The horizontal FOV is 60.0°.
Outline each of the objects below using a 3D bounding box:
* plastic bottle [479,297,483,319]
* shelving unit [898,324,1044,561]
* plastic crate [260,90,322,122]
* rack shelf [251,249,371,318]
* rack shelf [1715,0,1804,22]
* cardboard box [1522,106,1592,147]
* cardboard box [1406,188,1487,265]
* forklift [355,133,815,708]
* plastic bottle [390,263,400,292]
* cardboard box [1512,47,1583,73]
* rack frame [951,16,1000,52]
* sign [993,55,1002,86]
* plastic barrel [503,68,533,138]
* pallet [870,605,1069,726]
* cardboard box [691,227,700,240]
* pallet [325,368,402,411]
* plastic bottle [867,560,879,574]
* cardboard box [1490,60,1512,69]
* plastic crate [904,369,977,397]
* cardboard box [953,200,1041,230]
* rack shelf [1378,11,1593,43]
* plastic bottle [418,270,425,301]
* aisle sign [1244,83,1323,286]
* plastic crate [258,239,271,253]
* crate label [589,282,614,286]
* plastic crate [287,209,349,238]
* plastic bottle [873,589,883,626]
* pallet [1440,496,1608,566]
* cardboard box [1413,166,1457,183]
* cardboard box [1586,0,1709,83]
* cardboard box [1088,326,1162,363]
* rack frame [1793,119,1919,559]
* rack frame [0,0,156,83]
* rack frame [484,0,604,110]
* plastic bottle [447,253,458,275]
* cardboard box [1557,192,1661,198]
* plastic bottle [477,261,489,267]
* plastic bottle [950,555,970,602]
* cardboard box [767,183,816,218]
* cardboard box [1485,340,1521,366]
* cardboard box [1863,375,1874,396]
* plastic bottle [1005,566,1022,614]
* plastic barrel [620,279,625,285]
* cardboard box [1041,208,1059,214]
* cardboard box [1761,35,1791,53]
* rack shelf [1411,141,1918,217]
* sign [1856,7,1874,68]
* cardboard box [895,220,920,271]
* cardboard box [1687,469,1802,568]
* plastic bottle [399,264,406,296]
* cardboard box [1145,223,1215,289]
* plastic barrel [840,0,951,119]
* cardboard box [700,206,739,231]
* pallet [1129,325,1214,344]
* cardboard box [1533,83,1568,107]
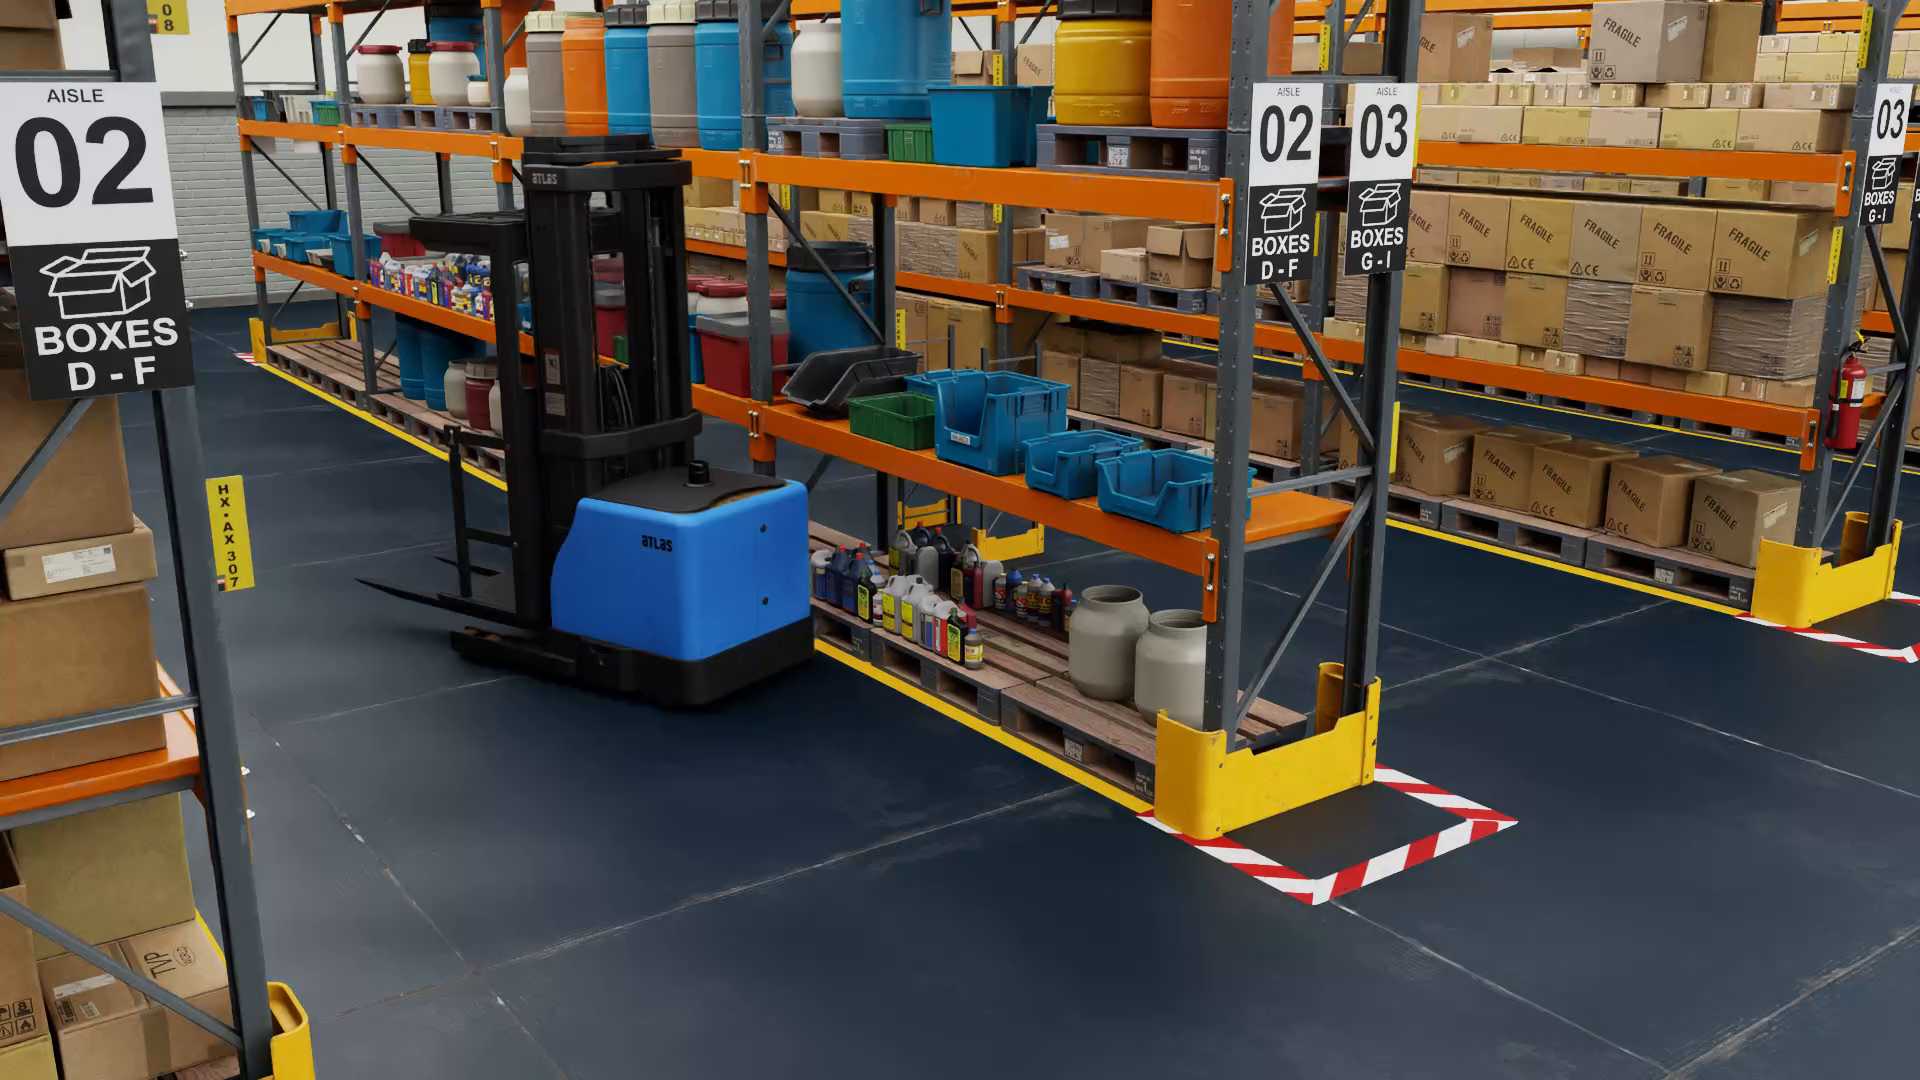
[{"bbox_3d":[-3.969,-1.954,13.909,0.097,0.201,0.097,0,15,0],"label":"plastic bottle"},{"bbox_3d":[0.045,-0.707,11.819,0.587,1.500,1.083,-11,19,-35],"label":"shelving unit"},{"bbox_3d":[-7.225,-4.709,18.034,0.504,0.338,0.767,-11,19,-35],"label":"plastic crate"},{"bbox_3d":[-6.725,-2.887,18.305,1.077,0.370,4.000,-11,19,-35],"label":"rack shelf"},{"bbox_3d":[8.408,-4.542,13.746,1.077,0.370,4.000,-11,19,-35],"label":"rack shelf"},{"bbox_3d":[4.133,-2.775,11.134,0.500,0.250,0.500,-11,19,-35],"label":"cardboard box"},{"bbox_3d":[3.515,-2.299,12.148,0.500,0.500,0.500,-11,19,-35],"label":"cardboard box"},{"bbox_3d":[-2.332,-0.811,9.488,3.031,2.935,1.130,10,18,33],"label":"forklift"},{"bbox_3d":[-5.324,-2.480,15.698,0.097,0.271,0.097,0,15,0],"label":"plastic bottle"},{"bbox_3d":[6.129,-4.888,17.396,0.500,0.500,0.500,-11,19,-35],"label":"cardboard box"},{"bbox_3d":[0.176,-8.072,24.521,1.000,3.000,0.127,-11,19,-35],"label":"rack frame"},{"bbox_3d":[0.355,-4.371,15.554,0.100,0.325,0.005,-11,19,-35],"label":"sign"},{"bbox_3d":[-3.263,-3.340,12.702,0.421,0.512,0.421,0,15,0],"label":"plastic barrel"},{"bbox_3d":[0.237,0.657,9.276,1.003,0.211,1.213,-11,19,-35],"label":"pallet"},{"bbox_3d":[-3.195,-3.907,21.146,0.380,0.149,0.250,-11,19,-35],"label":"cardboard box"},{"bbox_3d":[-6.013,-1.613,17.569,1.003,0.211,1.213,-11,19,-35],"label":"pallet"},{"bbox_3d":[-0.524,0.254,9.800,0.097,0.271,0.097,0,15,0],"label":"plastic bottle"},{"bbox_3d":[7.554,-6.289,22.703,0.500,0.500,0.500,-11,19,-34],"label":"cardboard box"},{"bbox_3d":[0.025,-0.833,9.718,0.499,0.251,0.616,-11,19,-35],"label":"plastic crate"},{"bbox_3d":[0.392,-3.412,16.771,0.797,0.503,0.637,-10,18,-33],"label":"cardboard box"},{"bbox_3d":[7.649,-7.040,22.874,1.077,0.370,4.000,-11,19,-35],"label":"rack shelf"},{"bbox_3d":[-4.859,-2.311,15.080,0.097,0.271,0.097,0,15,0],"label":"plastic bottle"},{"bbox_3d":[1.308,-1.437,6.719,0.394,0.787,0.004,-11,19,-35],"label":"aisle sign"},{"bbox_3d":[-7.901,-3.378,19.120,0.250,0.136,0.298,-11,19,-35],"label":"plastic crate"},{"bbox_3d":[-2.832,-1.716,12.595,0.502,0.435,0.616,-11,19,-35],"label":"crate label"},{"bbox_3d":[-7.553,-3.664,19.602,0.616,0.435,0.499,-11,19,-35],"label":"plastic crate"},{"bbox_3d":[-0.448,0.380,9.473,0.097,0.201,0.097,0,15,0],"label":"plastic bottle"},{"bbox_3d":[4.306,-0.124,12.128,1.003,0.211,1.213,-11,19,-35],"label":"pallet"},{"bbox_3d":[5.136,-3.903,18.570,0.700,0.500,0.500,-11,19,-35],"label":"cardboard box"},{"bbox_3d":[4.396,-3.185,10.647,0.500,0.500,0.500,-11,19,-35],"label":"cardboard box"},{"bbox_3d":[1.547,-1.840,15.596,0.500,0.250,0.500,-8,17,-28],"label":"cardboard box"},{"bbox_3d":[5.512,-1.013,10.096,1.000,3.000,0.127,-11,19,-35],"label":"rack frame"},{"bbox_3d":[-2.503,-2.370,3.689,1.000,3.000,0.127,-11,19,-35],"label":"rack frame"},{"bbox_3d":[-3.198,-4.846,12.737,1.000,3.000,0.127,-11,19,-35],"label":"rack frame"},{"bbox_3d":[-4.861,-2.615,16.042,0.144,0.351,0.185,-11,19,-35],"label":"plastic bottle"},{"bbox_3d":[4.527,-2.167,11.665,0.500,0.500,0.500,-11,19,-35],"label":"cardboard box"},{"bbox_3d":[-4.545,-2.527,15.863,0.152,0.276,0.135,-11,19,-35],"label":"plastic bottle"},{"bbox_3d":[0.001,0.224,9.889,0.061,0.283,0.133,-11,19,-35],"label":"plastic bottle"},{"bbox_3d":[-2.030,-4.065,19.547,0.500,0.500,0.500,-10,18,-33],"label":"cardboard box"},{"bbox_3d":[3.936,-1.335,11.749,0.380,0.149,0.250,-11,19,-35],"label":"cardboard box"},{"bbox_3d":[5.538,-0.990,10.487,0.380,0.149,0.250,-11,19,-35],"label":"cardboard box"},{"bbox_3d":[0.313,0.286,9.684,0.097,0.271,0.097,0,15,0],"label":"plastic bottle"},{"bbox_3d":[-2.420,-1.820,12.832,0.421,0.512,0.421,0,15,0],"label":"plastic barrel"},{"bbox_3d":[1.420,-4.793,23.151,0.500,0.500,0.500,-11,19,-35],"label":"cardboard box"},{"bbox_3d":[7.322,-4.392,14.739,0.380,0.149,0.250,-11,19,-35],"label":"cardboard box"},{"bbox_3d":[4.337,-2.540,11.355,1.077,0.370,4.000,-11,19,-35],"label":"rack shelf"},{"bbox_3d":[5.052,-2.805,9.284,0.100,0.325,0.005,-11,19,-35],"label":"sign"},{"bbox_3d":[-0.577,-3.163,17.762,0.500,0.500,0.500,-10,18,-33],"label":"cardboard box"},{"bbox_3d":[5.159,-0.146,10.867,0.500,0.500,0.500,-7,17,-24],"label":"cardboard box"},{"bbox_3d":[-5.157,-2.416,15.444,0.061,0.283,0.133,-11,19,-35],"label":"plastic bottle"},{"bbox_3d":[2.067,-2.476,14.448,0.797,0.503,0.637,-9,18,-29],"label":"cardboard box"},{"bbox_3d":[-0.347,-2.761,9.053,0.600,0.901,0.708,-11,19,-35],"label":"plastic barrel"},{"bbox_3d":[-2.917,-4.028,20.832,0.500,0.250,0.500,-11,19,-36],"label":"cardboard box"},{"bbox_3d":[2.987,-2.813,21.954,1.003,0.211,1.213,-11,19,-35],"label":"pallet"},{"bbox_3d":[4.079,-2.995,11.182,0.380,0.149,0.250,-10,18,-33],"label":"cardboard box"}]
